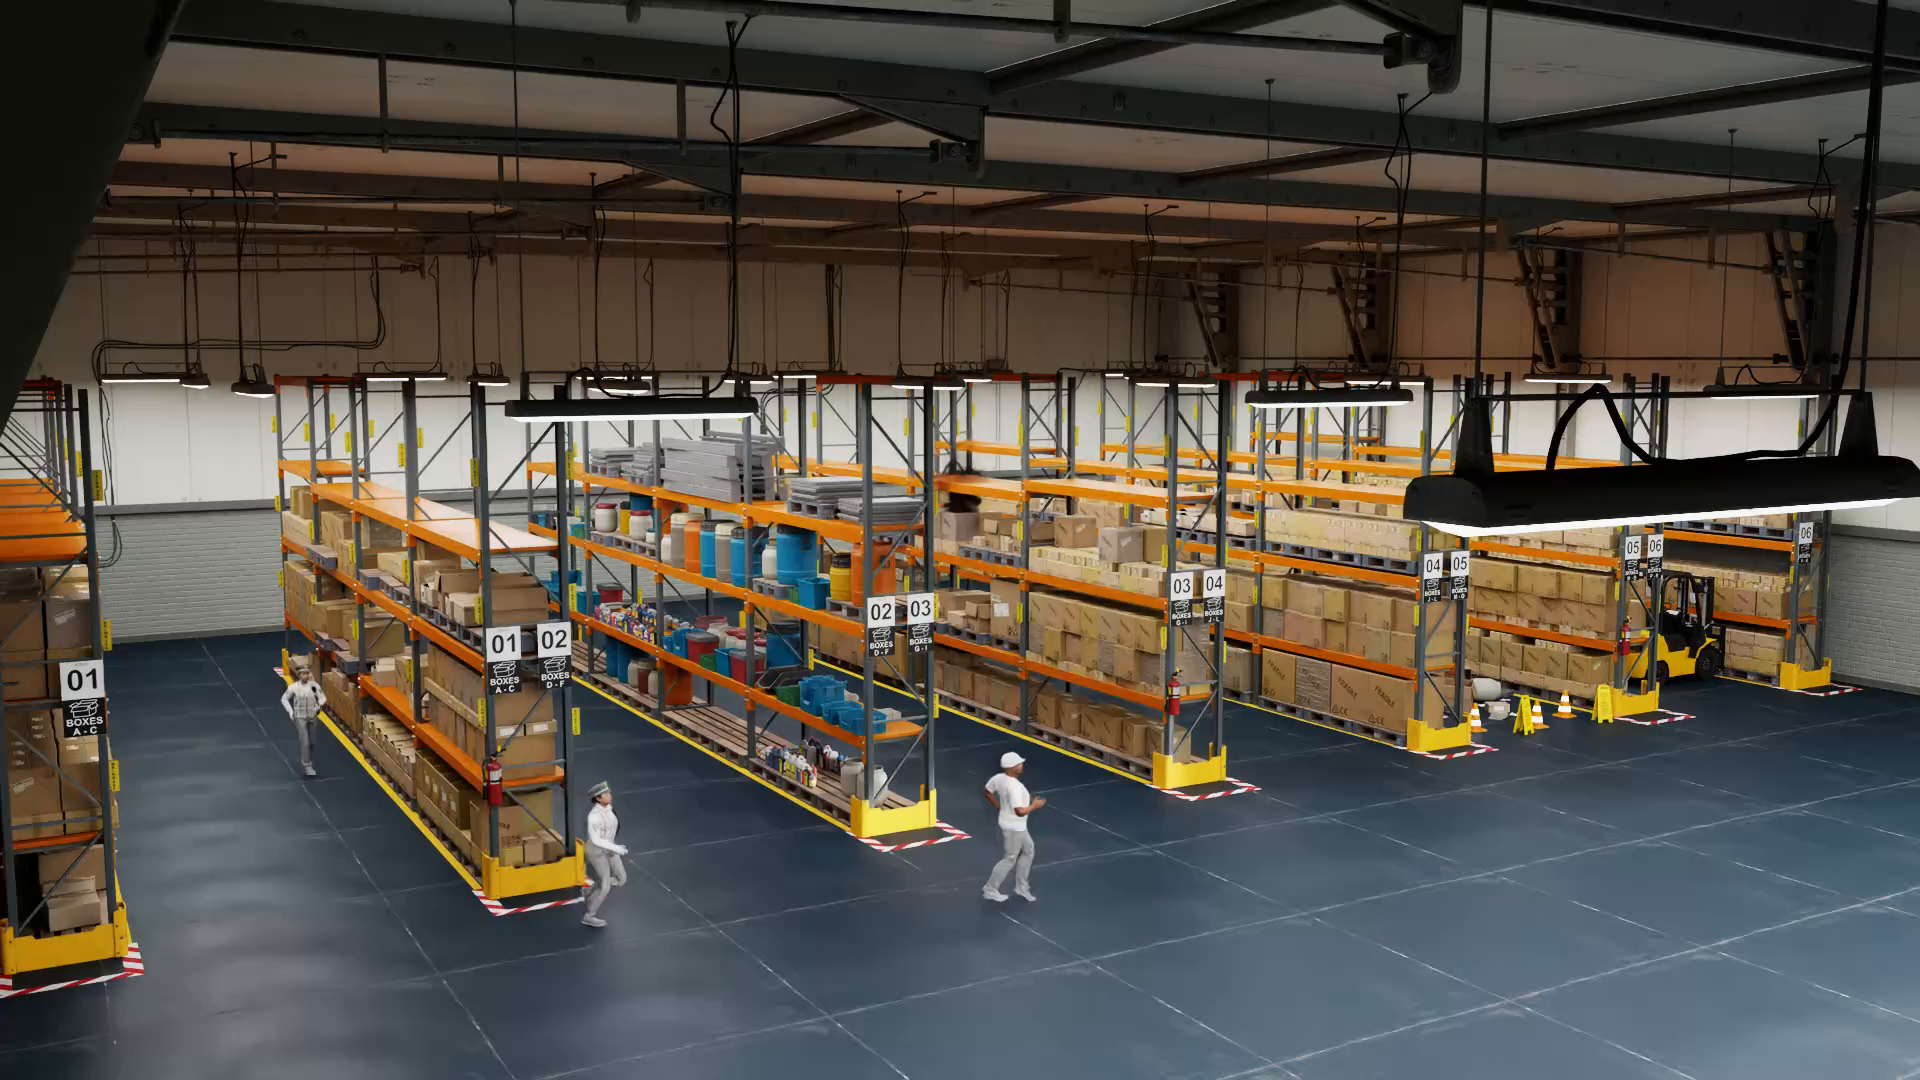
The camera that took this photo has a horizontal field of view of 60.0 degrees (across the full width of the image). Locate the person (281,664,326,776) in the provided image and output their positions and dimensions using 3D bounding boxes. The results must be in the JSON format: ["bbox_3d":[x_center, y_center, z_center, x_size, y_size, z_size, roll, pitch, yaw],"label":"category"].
[{"bbox_3d":[-9.996,2.718,25.408,0.634,1.676,0.750,-5,8,-36],"label":"person"}]

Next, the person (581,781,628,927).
[{"bbox_3d":[-3.965,3.485,18.580,0.601,1.651,0.642,1,6,8],"label":"person"}]

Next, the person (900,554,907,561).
[{"bbox_3d":[-1.489,0.985,41.598,0.731,1.633,0.747,-4,7,-31],"label":"person"}]

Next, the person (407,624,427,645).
[{"bbox_3d":[-10.954,1.860,33.561,0.542,1.615,0.797,-5,8,-36],"label":"person"}]

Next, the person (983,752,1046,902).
[{"bbox_3d":[0.618,3.351,19.247,0.729,1.823,0.674,-1,6,-8],"label":"person"}]
